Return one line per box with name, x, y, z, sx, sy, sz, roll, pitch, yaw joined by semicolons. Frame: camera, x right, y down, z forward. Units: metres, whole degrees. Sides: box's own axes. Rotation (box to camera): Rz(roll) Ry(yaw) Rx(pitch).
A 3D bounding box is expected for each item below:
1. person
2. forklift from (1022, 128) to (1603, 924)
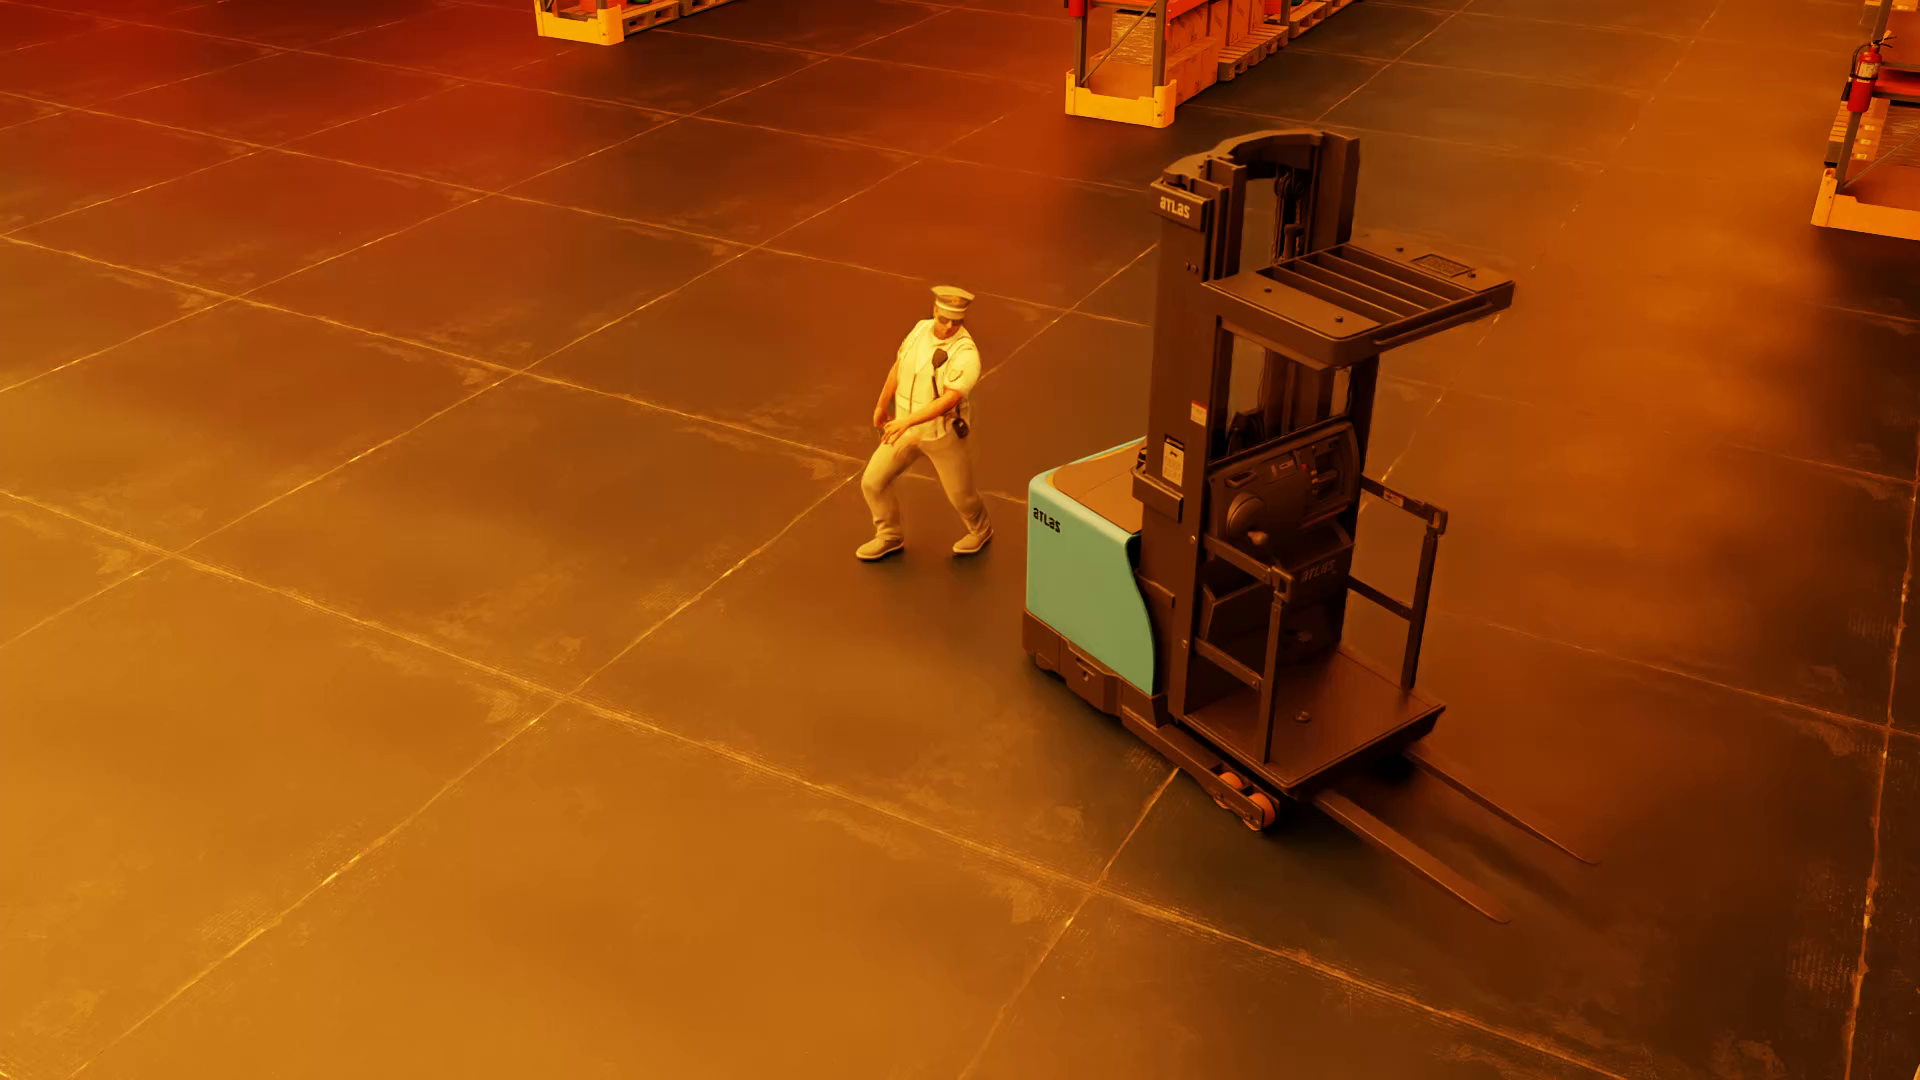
person;-0.238;-0.643;9.460;0.722;1.660;0.811;18;35;28
forklift;1.609;-0.208;7.431;1.130;2.935;3.031;-20;36;-31
